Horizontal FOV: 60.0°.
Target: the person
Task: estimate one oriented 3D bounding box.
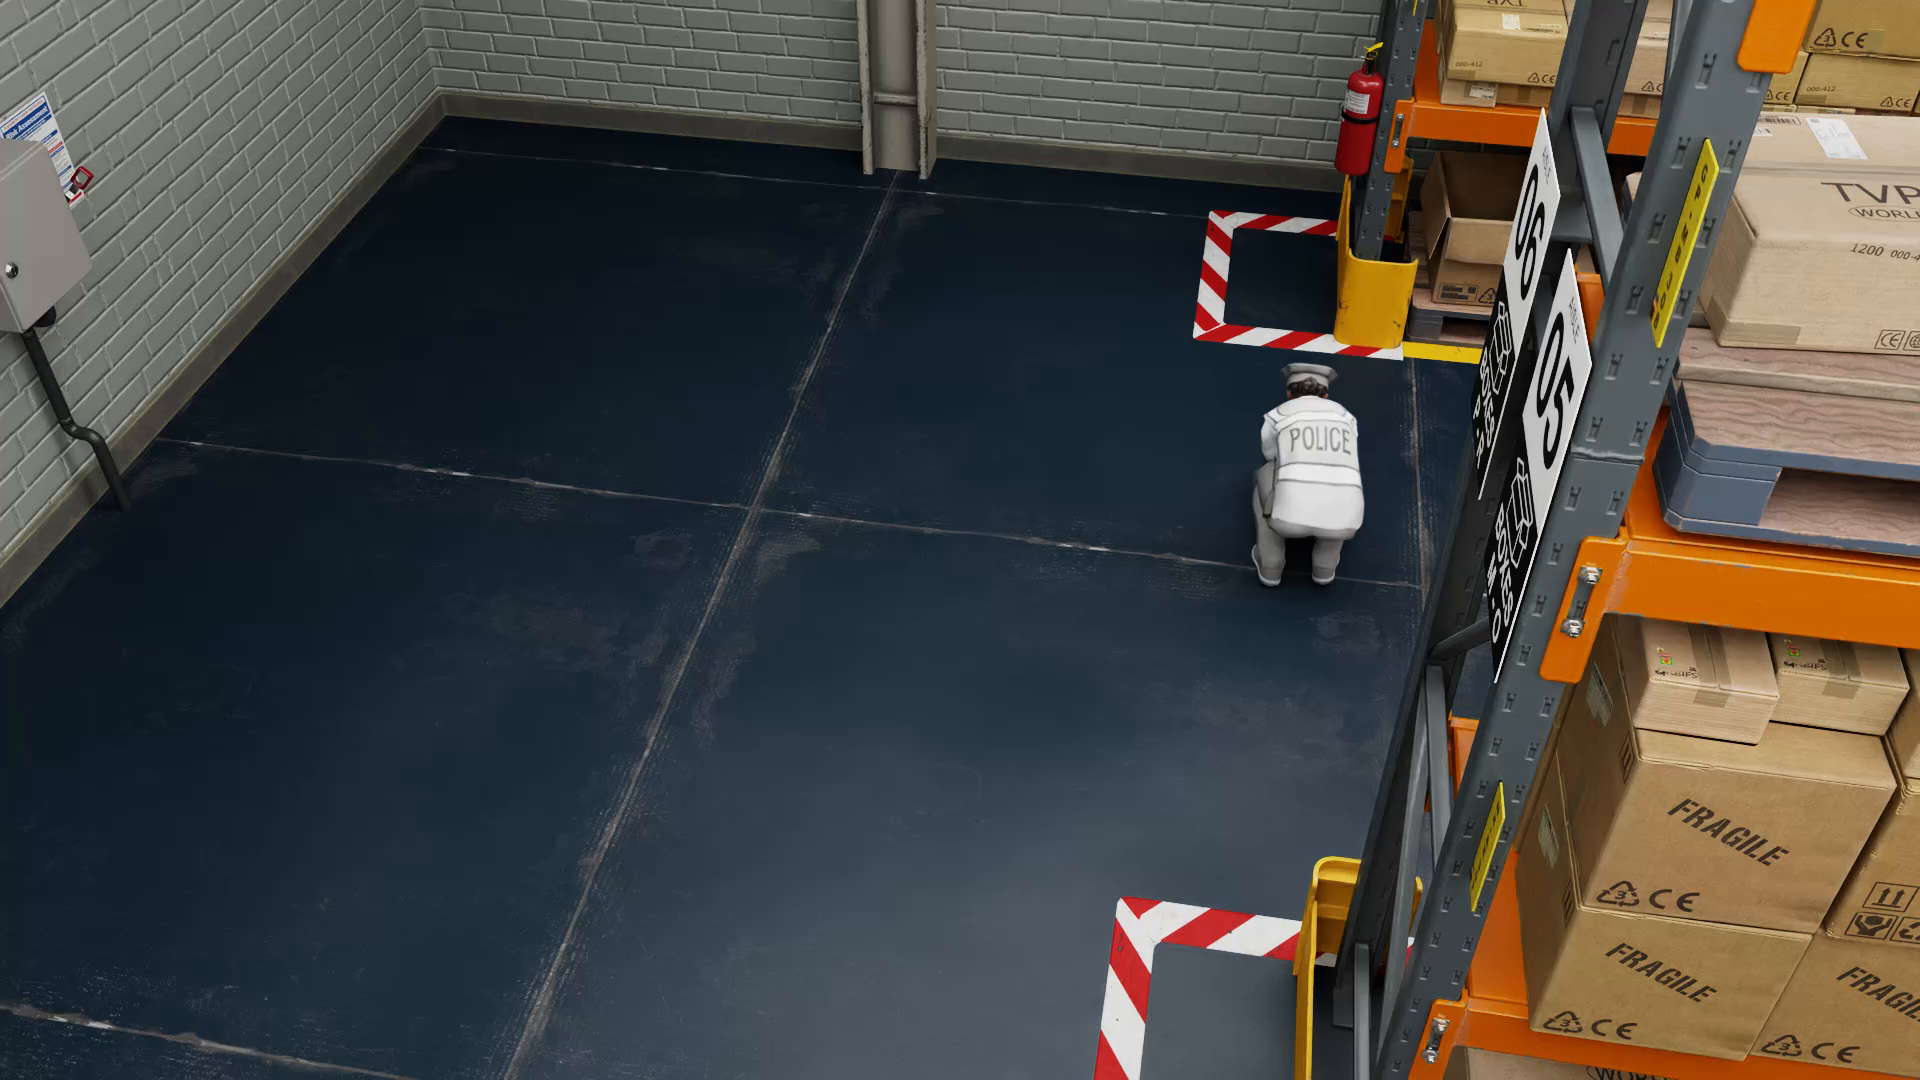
[{"bbox_3d":[1.494,-0.256,7.165,0.454,0.791,0.915,6,41,7],"label":"person"}]
